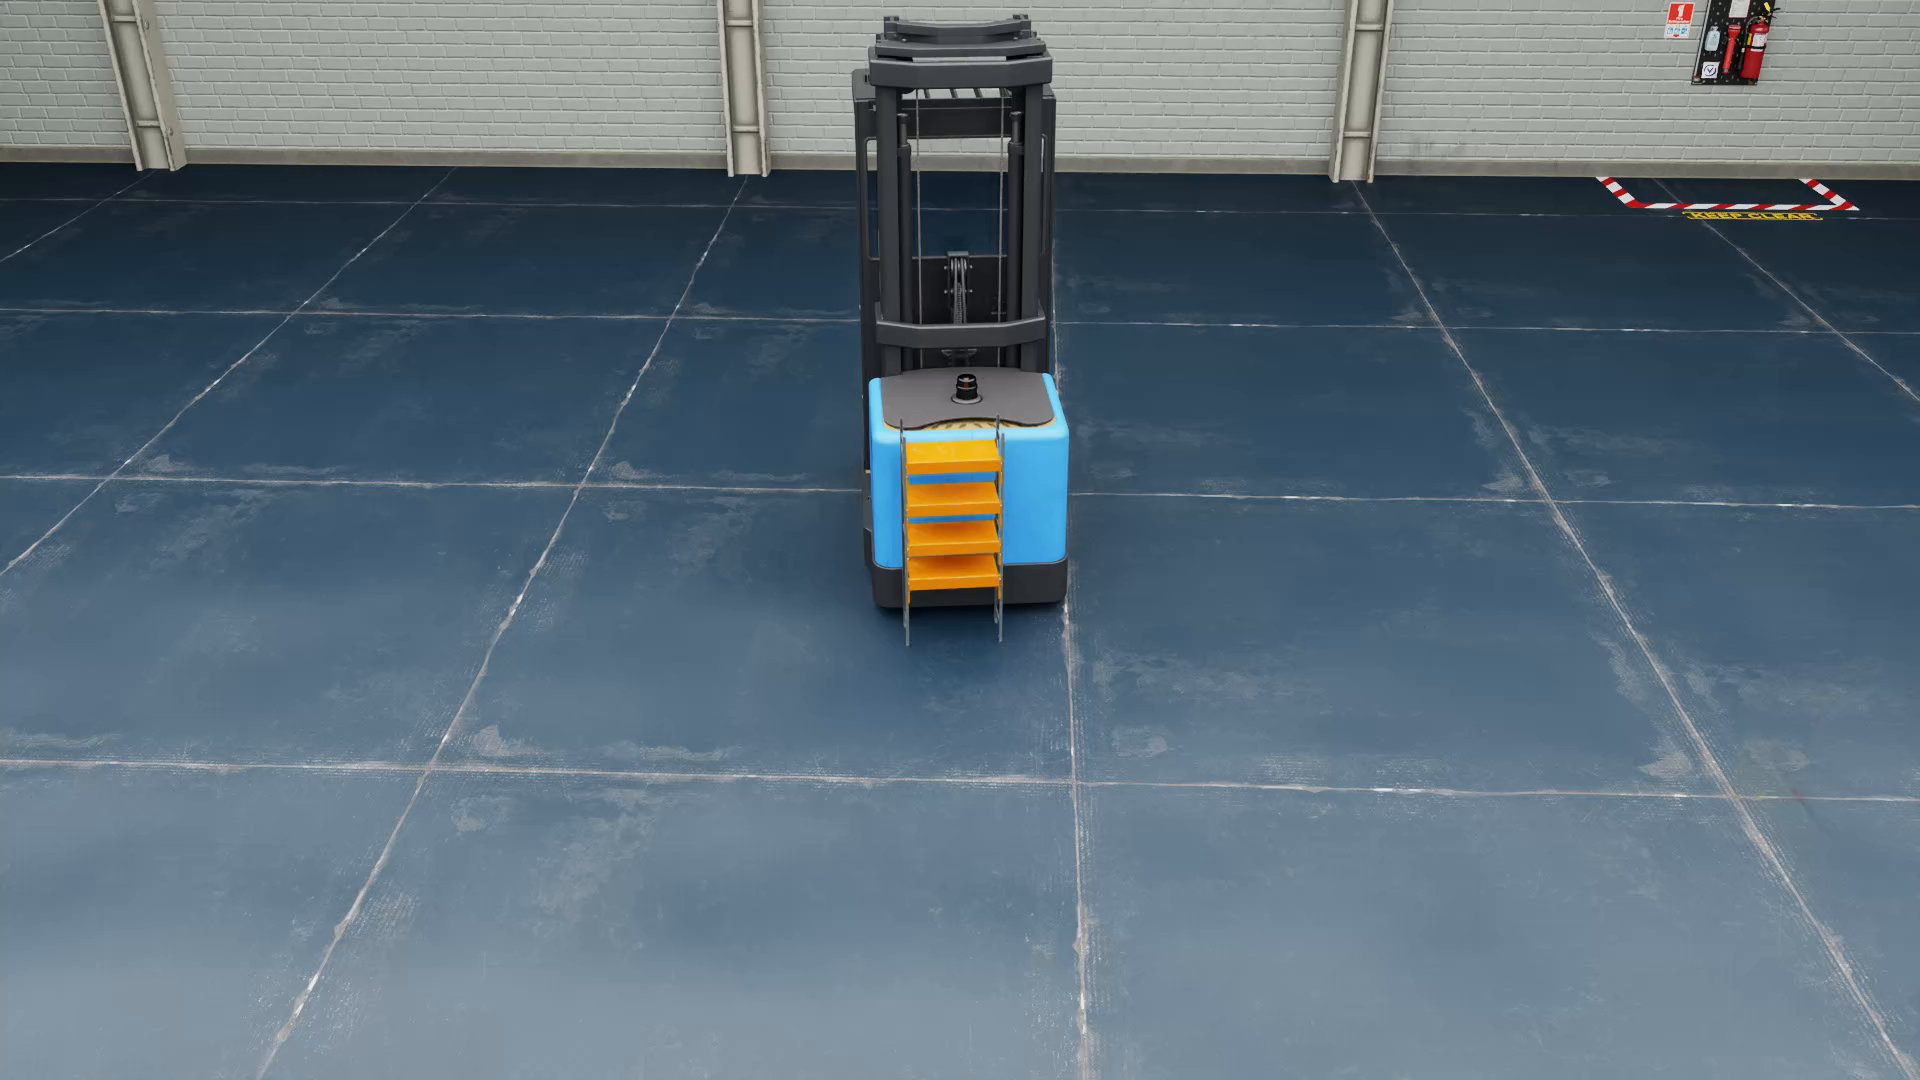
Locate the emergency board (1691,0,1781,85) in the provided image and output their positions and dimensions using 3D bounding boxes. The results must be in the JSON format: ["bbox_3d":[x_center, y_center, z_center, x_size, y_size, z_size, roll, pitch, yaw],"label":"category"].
[{"bbox_3d":[7.410,-4.886,15.764,0.643,1.169,0.194,1,28,2],"label":"emergency board"}]

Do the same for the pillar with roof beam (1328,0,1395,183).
[{"bbox_3d":[3.730,-5.562,10.634,0.400,9.000,9.100,1,28,2],"label":"pillar with roof beam"}]

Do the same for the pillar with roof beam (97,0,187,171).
[{"bbox_3d":[-8.262,-5.760,11.008,0.400,9.000,9.100,1,28,2],"label":"pillar with roof beam"}]

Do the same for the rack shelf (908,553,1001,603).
[{"bbox_3d":[-0.041,0.194,8.671,0.480,0.148,0.258,-3,28,-5],"label":"rack shelf"}]

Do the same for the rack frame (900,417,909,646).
[{"bbox_3d":[-0.284,-0.030,8.526,0.015,1.200,0.240,-3,28,-5],"label":"rack frame"}]

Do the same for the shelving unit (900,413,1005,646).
[{"bbox_3d":[-0.041,-0.041,8.547,0.503,1.200,0.258,-3,28,-5],"label":"shelving unit"}]

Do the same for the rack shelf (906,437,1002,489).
[{"bbox_3d":[-0.041,-0.389,8.363,0.480,0.148,0.258,-3,28,-5],"label":"rack shelf"}]

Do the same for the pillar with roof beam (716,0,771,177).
[{"bbox_3d":[-2.266,-5.661,10.821,0.400,9.000,9.100,1,28,2],"label":"pillar with roof beam"}]

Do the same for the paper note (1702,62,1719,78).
[{"bbox_3d":[7.236,-4.532,16.037,0.142,0.148,0.016,1,28,2],"label":"paper note"}]

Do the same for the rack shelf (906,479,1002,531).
[{"bbox_3d":[-0.041,-0.180,8.474,0.480,0.148,0.258,-3,28,-5],"label":"rack shelf"}]

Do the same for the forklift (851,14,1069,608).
[{"bbox_3d":[-0.046,-1.588,9.617,1.130,2.935,3.031,-2,28,-4],"label":"forklift"}]

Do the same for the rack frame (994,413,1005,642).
[{"bbox_3d":[0.202,-0.052,8.568,0.015,1.200,0.240,-3,28,-5],"label":"rack frame"}]

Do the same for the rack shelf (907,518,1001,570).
[{"bbox_3d":[-0.041,0.018,8.578,0.480,0.148,0.258,-3,28,-5],"label":"rack shelf"}]

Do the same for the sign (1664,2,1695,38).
[{"bbox_3d":[6.861,-4.959,15.864,0.234,0.329,0.001,1,28,2],"label":"sign"}]
